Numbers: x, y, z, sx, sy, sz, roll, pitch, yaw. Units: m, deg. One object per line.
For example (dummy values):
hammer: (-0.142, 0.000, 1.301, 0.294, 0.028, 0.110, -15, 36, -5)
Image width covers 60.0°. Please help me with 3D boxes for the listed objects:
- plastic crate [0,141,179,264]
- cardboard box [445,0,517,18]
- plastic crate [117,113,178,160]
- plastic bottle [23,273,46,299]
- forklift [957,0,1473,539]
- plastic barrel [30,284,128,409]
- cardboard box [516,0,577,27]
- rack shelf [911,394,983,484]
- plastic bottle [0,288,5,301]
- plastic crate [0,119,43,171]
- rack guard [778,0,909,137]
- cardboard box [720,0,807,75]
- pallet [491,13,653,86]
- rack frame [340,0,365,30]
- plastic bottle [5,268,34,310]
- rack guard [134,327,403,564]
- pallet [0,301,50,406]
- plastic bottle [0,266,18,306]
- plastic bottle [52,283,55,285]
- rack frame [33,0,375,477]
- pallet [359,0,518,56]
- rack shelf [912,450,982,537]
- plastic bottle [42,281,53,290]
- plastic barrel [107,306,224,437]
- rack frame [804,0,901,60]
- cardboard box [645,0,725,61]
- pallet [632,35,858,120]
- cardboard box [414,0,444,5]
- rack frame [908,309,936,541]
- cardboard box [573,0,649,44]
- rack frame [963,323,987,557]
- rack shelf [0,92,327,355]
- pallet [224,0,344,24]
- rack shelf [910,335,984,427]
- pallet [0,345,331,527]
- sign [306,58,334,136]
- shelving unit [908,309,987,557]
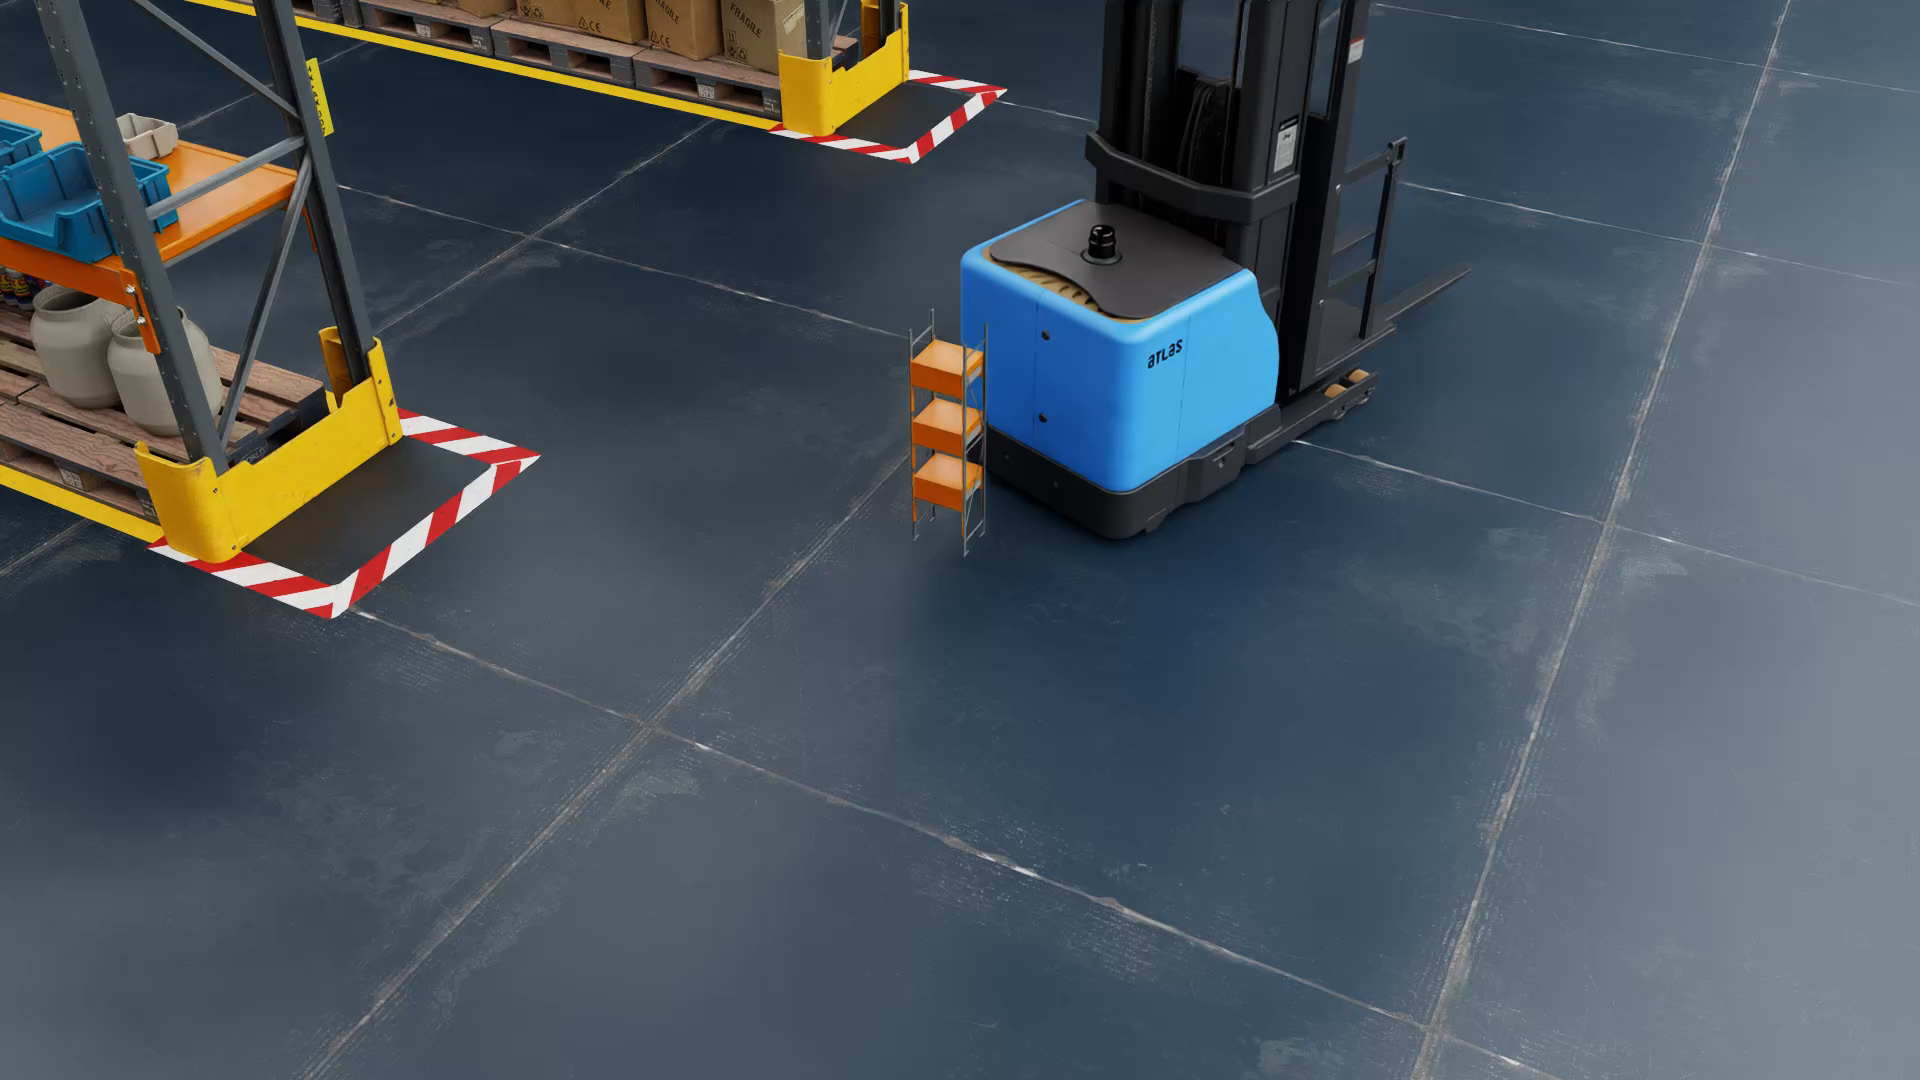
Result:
plastic crate: (-3.541, -1.364, 6.689, 0.616, 0.251, 0.499, 17, 41, 21)
cardboard box: (-3.384, -4.100, 11.890, 0.500, 0.500, 0.500, -30, 47, -34)
plastic crate: (-3.605, -1.761, 7.308, 0.250, 0.136, 0.298, 17, 41, 21)
plastic bottle: (-4.618, -1.282, 8.341, 0.133, 0.283, 0.061, 18, 41, 22)
forklift: (1.397, -1.951, 7.396, 3.031, 2.935, 1.130, -30, 47, -34)
plastic barrel: (-4.023, -0.903, 7.668, 0.421, 0.512, 0.421, 0, 37, 0)
cardboard box: (-2.797, -3.970, 11.719, 0.500, 0.500, 0.500, 14, 39, 18)
rack shelf: (-0.048, -0.425, 6.959, 0.240, 0.259, 0.215, 17, 41, 21)
plastic bottle: (-4.907, -1.328, 8.469, 0.097, 0.201, 0.097, 0, 37, 0)
plastic crate: (-4.115, -1.548, 6.931, 0.408, 0.251, 0.499, 17, 41, 21)
rack guard: (-0.748, -3.130, 10.959, 0.348, 0.500, 1.175, 17, 41, 21)
cardboard box: (-1.228, -3.458, 11.045, 0.500, 0.500, 0.500, 25, 44, 29)
pallet: (-2.533, -3.599, 11.817, 1.213, 0.211, 1.003, 17, 41, 21)
rack frame: (-4.233, -5.216, 11.641, 0.127, 3.000, 1.000, 17, 41, 21)
plastic bottle: (-4.730, -1.300, 8.375, 0.097, 0.271, 0.097, 0, 37, 0)
rack guard: (-3.048, -0.445, 7.423, 0.348, 0.500, 1.175, 17, 41, 21)
pallet: (-4.846, -0.899, 8.259, 1.213, 0.211, 1.003, 17, 41, 21)
plastic bottle: (-4.819, -1.328, 8.411, 0.097, 0.271, 0.097, 0, 37, 0)
plastic bottle: (-4.425, -1.205, 8.249, 0.097, 0.271, 0.097, 0, 37, 0)
rack frame: (-2.959, -1.445, 6.673, 0.127, 3.000, 1.000, 17, 41, 21)
pallet: (-3.620, -3.938, 12.263, 1.213, 0.211, 1.003, 17, 41, 21)
rack shelf: (-0.048, -0.203, 7.127, 0.240, 0.259, 0.215, 17, 41, 21)
plastic bottle: (-4.517, -1.206, 8.308, 0.097, 0.201, 0.097, 0, 37, 0)
plastic barrel: (-3.578, -0.763, 7.485, 0.421, 0.512, 0.421, 0, 37, 0)
rack frame: (-0.681, -4.104, 10.176, 0.127, 3.000, 1.000, 17, 41, 21)
cardboard box: (-1.774, -3.606, 11.240, 0.500, 0.500, 0.500, 29, 46, 33)
pallet: (-1.454, -3.259, 11.369, 1.213, 0.211, 1.003, 17, 41, 21)
cardboard box: (-3.896, -4.255, 12.095, 0.500, 0.500, 0.500, 16, 40, 20)
rack frame: (-0.156, -0.467, 6.997, 0.008, 1.050, 0.200, 17, 41, 21)
cardboard box: (-2.322, -3.790, 11.483, 0.500, 0.500, 0.500, 21, 42, 26)
rack frame: (0.061, -0.399, 6.907, 0.008, 1.050, 0.200, 17, 41, 21)
rack shelf: (-4.735, -1.714, 7.623, 4.000, 0.370, 1.077, 17, 41, 21)
pallet: (-4.925, -4.321, 12.768, 1.213, 0.211, 1.003, 17, 41, 21)
rack shelf: (-0.048, -0.651, 6.787, 0.240, 0.259, 0.215, 17, 41, 21)
pallet: (-3.767, -0.559, 7.812, 1.213, 0.211, 1.003, 17, 41, 21)
sign: (-2.702, -1.849, 6.976, 0.005, 0.325, 0.100, 17, 41, 21)
shelving unit: (-0.048, -0.433, 6.952, 0.252, 1.050, 0.215, 17, 41, 21)
